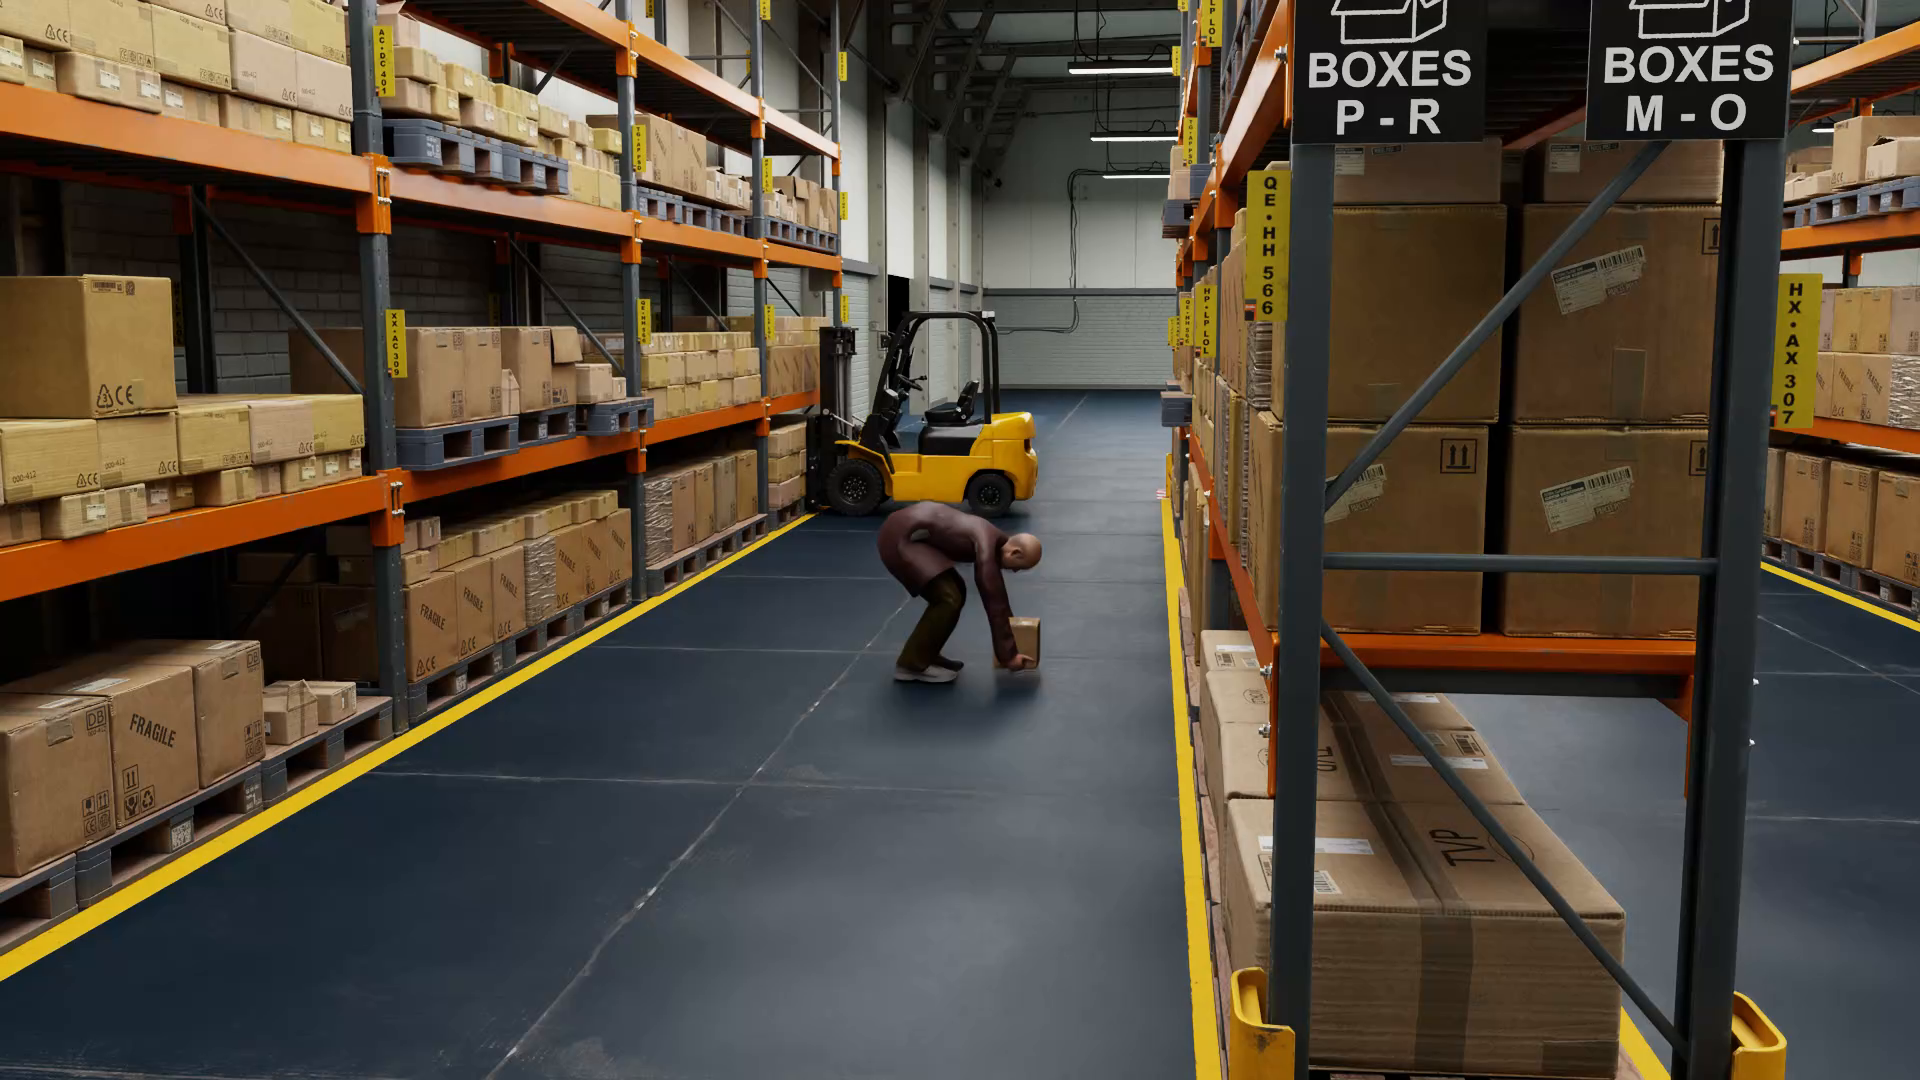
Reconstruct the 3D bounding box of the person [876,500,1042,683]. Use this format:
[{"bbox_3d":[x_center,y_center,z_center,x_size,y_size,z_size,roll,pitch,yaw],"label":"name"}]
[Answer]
[{"bbox_3d":[-0.004,0.287,9.545,0.943,1.024,0.589,0,7,3],"label":"person"}]
